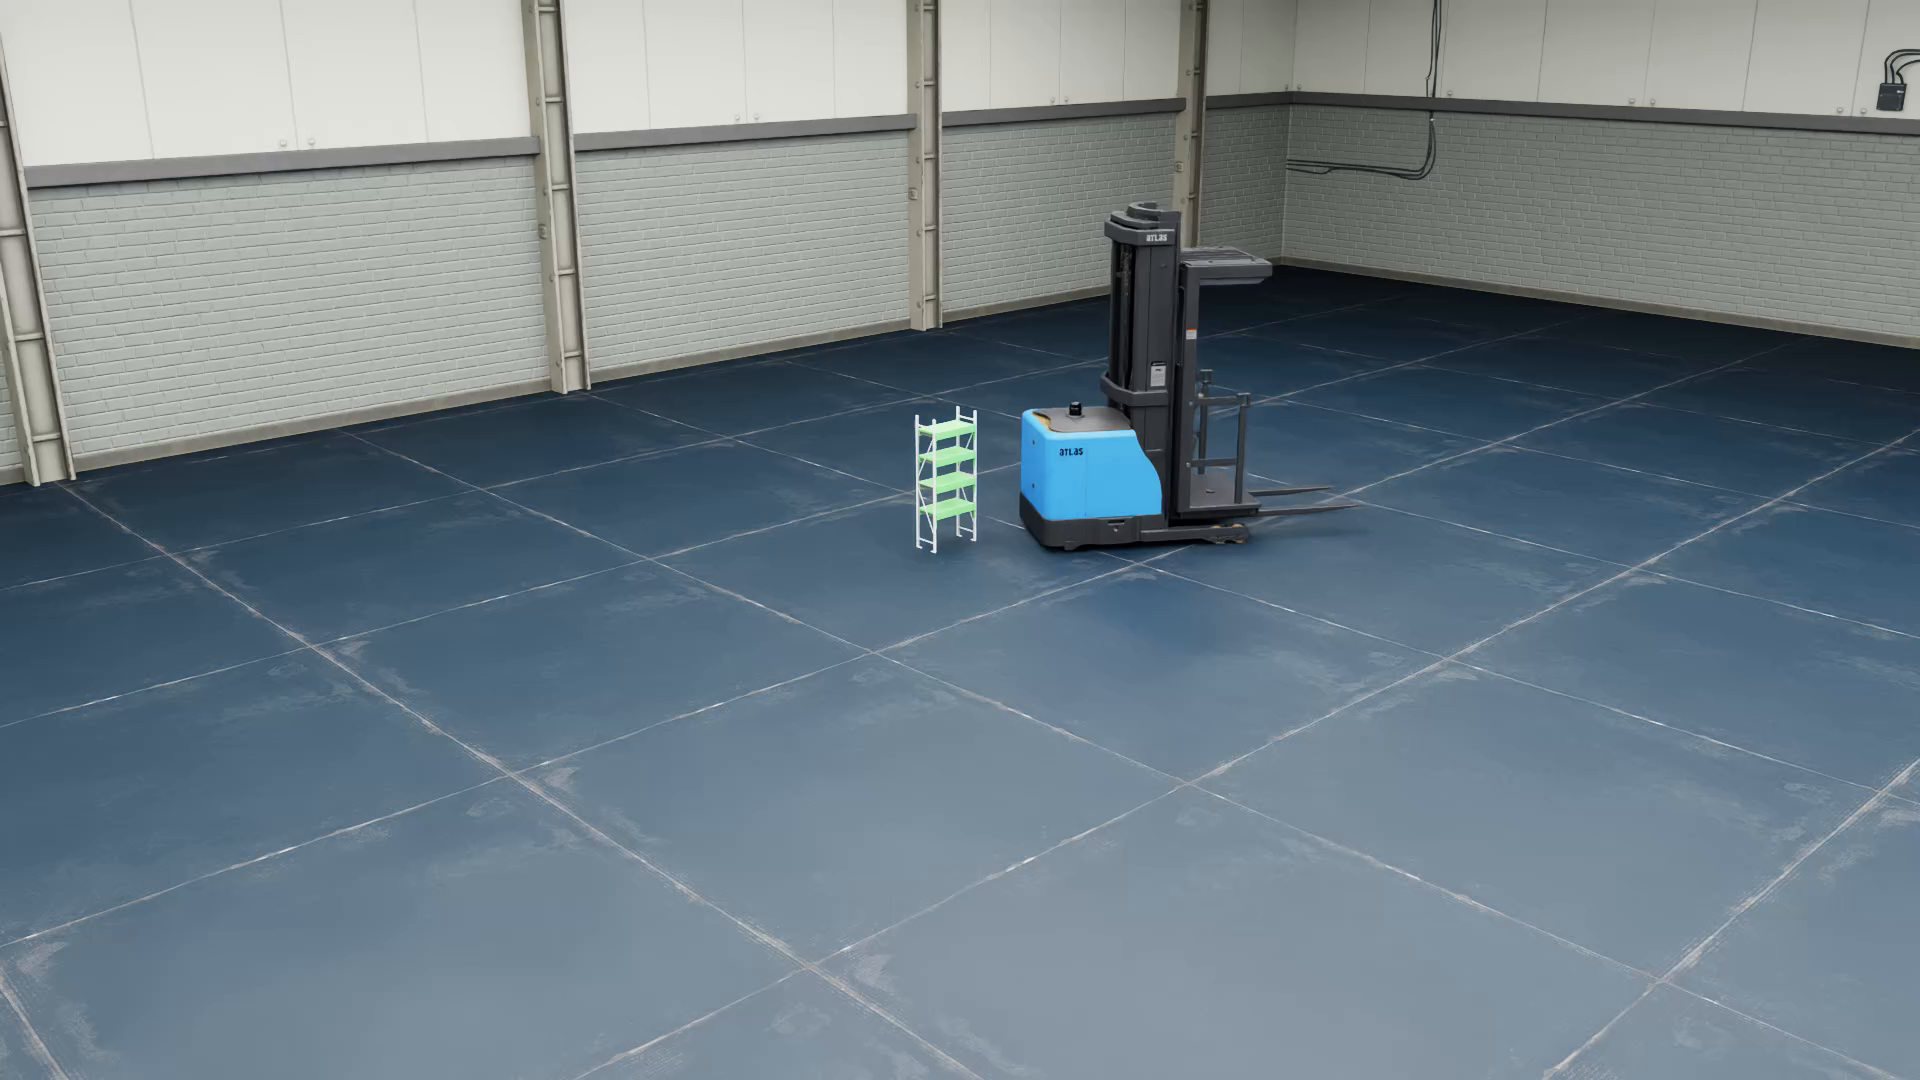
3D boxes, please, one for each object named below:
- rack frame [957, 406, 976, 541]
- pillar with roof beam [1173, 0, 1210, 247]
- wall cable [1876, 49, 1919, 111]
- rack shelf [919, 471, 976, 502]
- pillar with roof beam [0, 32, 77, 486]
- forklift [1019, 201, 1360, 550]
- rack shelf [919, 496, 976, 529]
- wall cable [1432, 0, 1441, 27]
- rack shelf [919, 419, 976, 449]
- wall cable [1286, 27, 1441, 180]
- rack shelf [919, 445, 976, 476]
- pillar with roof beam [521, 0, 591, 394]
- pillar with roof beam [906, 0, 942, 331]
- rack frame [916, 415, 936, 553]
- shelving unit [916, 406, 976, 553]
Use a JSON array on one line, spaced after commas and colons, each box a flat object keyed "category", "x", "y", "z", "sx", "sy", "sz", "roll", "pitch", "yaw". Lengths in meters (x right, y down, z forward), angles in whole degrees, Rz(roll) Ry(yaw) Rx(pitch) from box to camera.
[{"category": "rack frame", "x": 0.057, "y": -0.587, "z": 14.851, "sx": 0.015, "sy": 1.200, "sz": 0.240, "roll": -16, "pitch": 24, "yaw": -41}, {"category": "pillar with roof beam", "x": 6.811, "y": -7.743, "z": 24.274, "sx": 0.400, "sy": 9.000, "sz": 9.100, "roll": -16, "pitch": 24, "yaw": -41}, {"category": "wall cable", "x": 13.413, "y": -8.522, "z": 21.165, "sx": 0.169, "sy": 6.003, "sz": 2.305, "roll": -16, "pitch": 24, "yaw": -41}, {"category": "rack shelf", "x": -0.120, "y": -0.475, "z": 14.711, "sx": 0.480, "sy": 0.148, "sz": 0.258, "roll": -16, "pitch": 24, "yaw": -41}, {"category": "pillar with roof beam", "x": -6.268, "y": -3.928, "z": 12.510, "sx": 0.400, "sy": 9.000, "sz": 9.100, "roll": -16, "pitch": 24, "yaw": -41}, {"category": "forklift", "x": 2.122, "y": -1.512, "z": 14.895, "sx": 3.031, "sy": 2.935, "sz": 1.130, "roll": -4, "pitch": 18, "yaw": -11}, {"category": "rack shelf", "x": -0.120, "y": -0.247, "z": 14.785, "sx": 0.480, "sy": 0.148, "sz": 0.258, "roll": -16, "pitch": 24, "yaw": -41}, {"category": "wall cable", "x": 8.761, "y": -9.354, "z": 26.091, "sx": 0.112, "sy": 2.526, "sz": 3.097, "roll": -16, "pitch": 24, "yaw": -41}, {"category": "rack shelf", "x": -0.120, "y": -0.931, "z": 14.563, "sx": 0.480, "sy": 0.148, "sz": 0.258, "roll": -16, "pitch": 24, "yaw": -41}, {"category": "wall cable", "x": 6.902, "y": -7.558, "z": 28.740, "sx": 0.112, "sy": 2.526, "sz": 3.097, "roll": -16, "pitch": 24, "yaw": -41}, {"category": "rack shelf", "x": -0.120, "y": -0.703, "z": 14.637, "sx": 0.480, "sy": 0.148, "sz": 0.258, "roll": -16, "pitch": 24, "yaw": -41}, {"category": "pillar with roof beam", "x": -1.908, "y": -5.200, "z": 16.432, "sx": 0.400, "sy": 9.000, "sz": 9.100, "roll": -16, "pitch": 24, "yaw": -41}, {"category": "pillar with roof beam", "x": 2.451, "y": -6.471, "z": 20.353, "sx": 0.400, "sy": 9.000, "sz": 9.100, "roll": -16, "pitch": 24, "yaw": -41}, {"category": "rack frame", "x": -0.298, "y": -0.484, "z": 14.532, "sx": 0.015, "sy": 1.200, "sz": 0.240, "roll": -16, "pitch": 24, "yaw": -41}, {"category": "shelving unit", "x": -0.120, "y": -0.536, "z": 14.691, "sx": 0.503, "sy": 1.200, "sz": 0.258, "roll": -16, "pitch": 24, "yaw": -41}]
